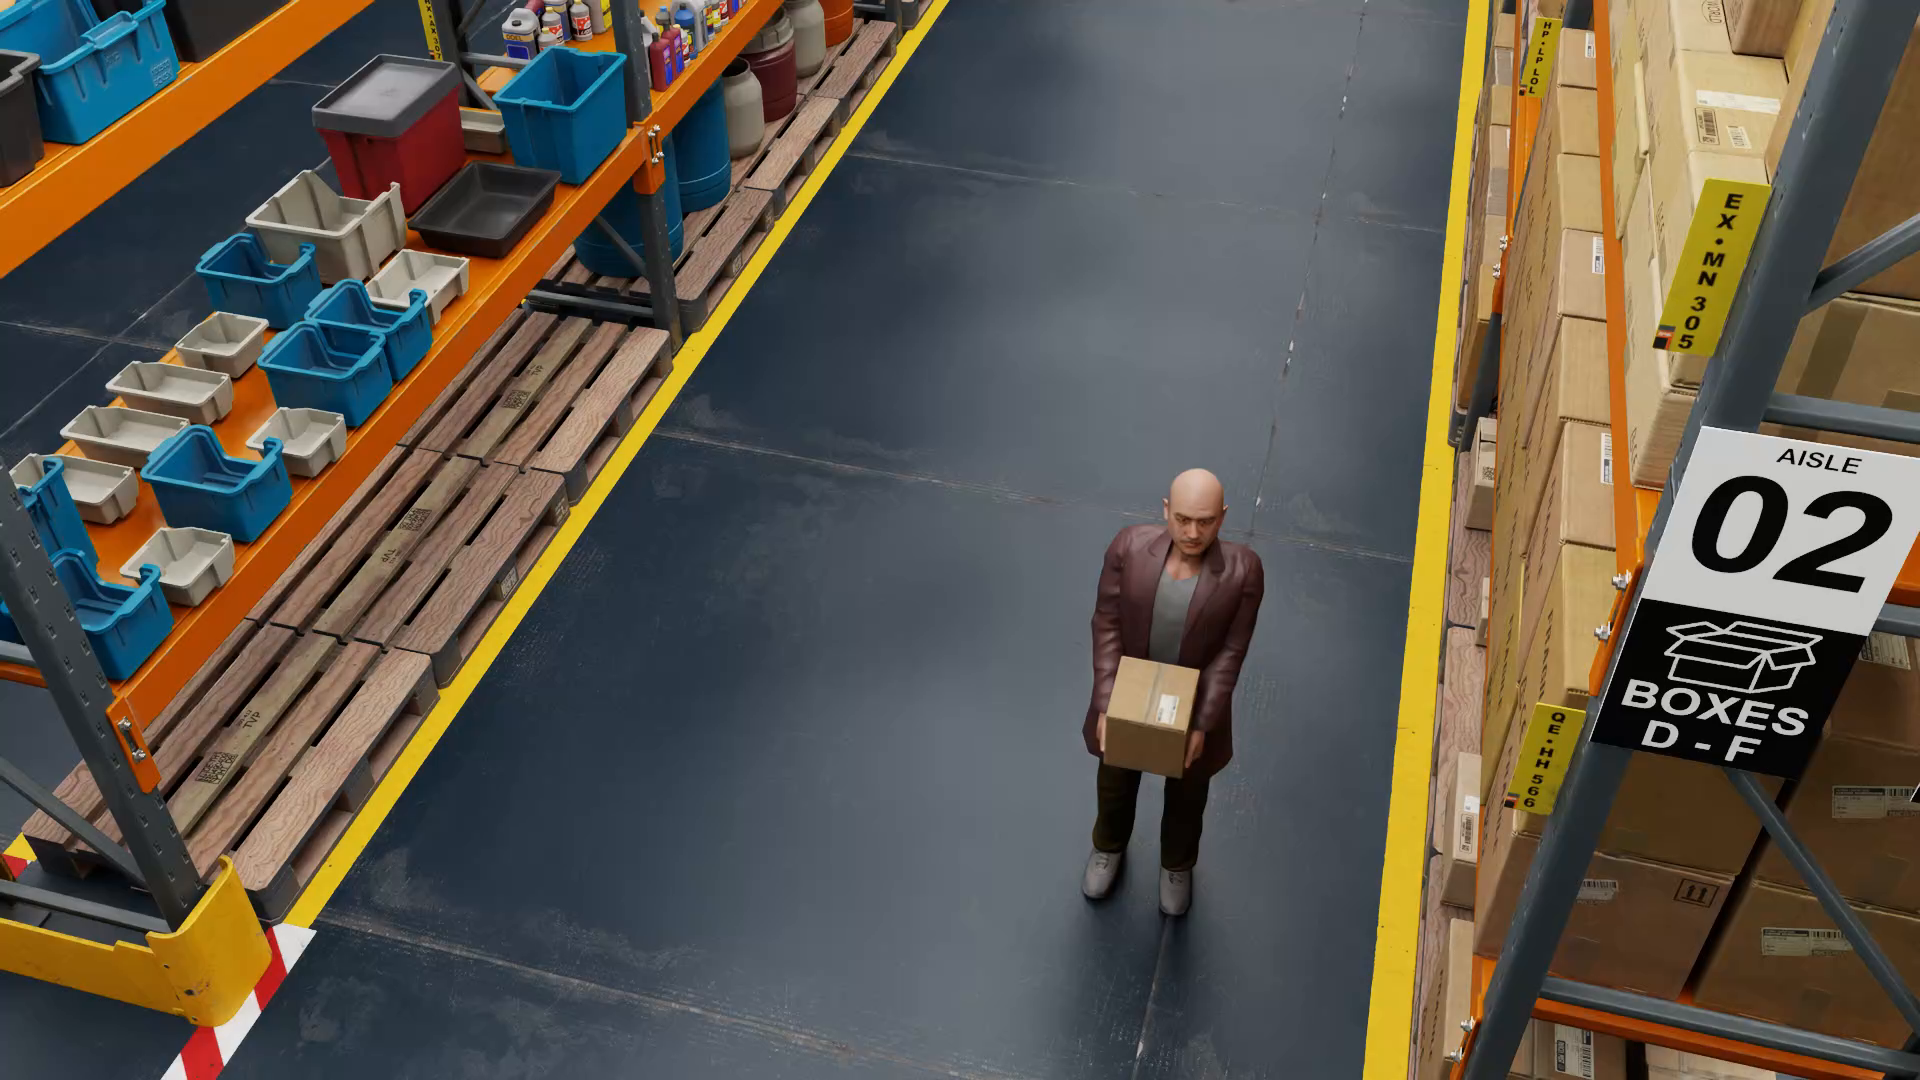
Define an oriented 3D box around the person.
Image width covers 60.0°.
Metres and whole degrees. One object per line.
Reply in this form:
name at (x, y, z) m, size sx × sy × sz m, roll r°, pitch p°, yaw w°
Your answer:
person at (0.661, 0.585, 5.488) m, size 0.531 × 1.769 × 0.555 m, roll 10°, pitch 42°, yaw 12°
